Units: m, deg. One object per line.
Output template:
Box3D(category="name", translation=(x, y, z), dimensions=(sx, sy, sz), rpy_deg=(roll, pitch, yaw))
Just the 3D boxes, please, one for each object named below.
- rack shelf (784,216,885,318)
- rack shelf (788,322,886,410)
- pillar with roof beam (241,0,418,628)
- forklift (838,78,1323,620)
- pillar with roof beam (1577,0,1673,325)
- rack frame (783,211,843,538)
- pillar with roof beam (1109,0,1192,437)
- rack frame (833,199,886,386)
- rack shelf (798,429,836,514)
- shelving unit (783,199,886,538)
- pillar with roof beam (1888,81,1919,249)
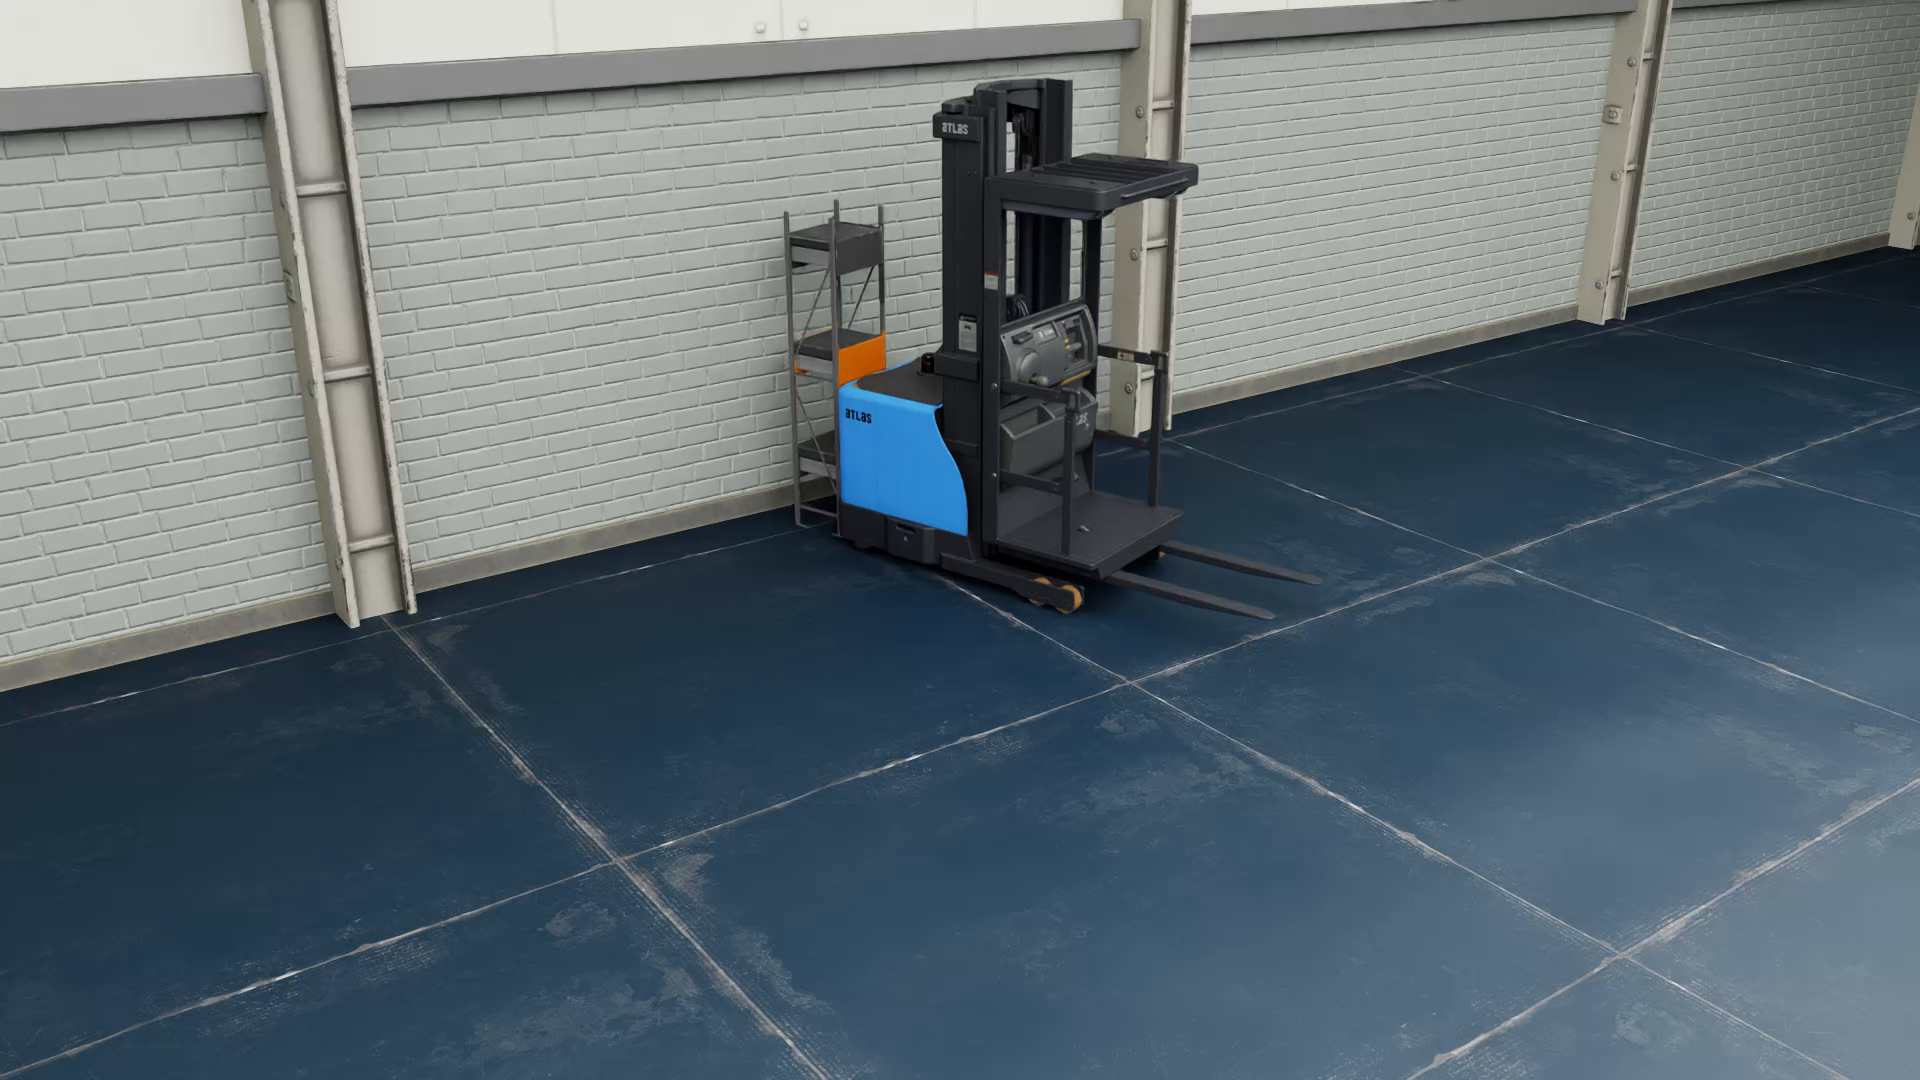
Box3D(category="rack shelf", translation=(-0.793, -1.745, 10.583), dimensions=(0.431, 0.518, 0.480), rpy_deg=(15, 26, 33))
Box3D(category="rack shelf", translation=(-0.793, -1.094, 10.843), dimensions=(0.431, 0.518, 0.480), rpy_deg=(15, 26, 33))
Box3D(category="pillar with roof beam", translation=(-0.940, -2.462, 4.925), dimensions=(0.400, 9.000, 9.100), rpy_deg=(-15, 26, -33))
Box3D(category="forklift", translation=(0.704, -1.150, 9.824), dimensions=(3.031, 2.935, 1.130), rpy_deg=(15, 26, 34))
Box3D(category="pillar with roof beam", translation=(8.801, -5.060, 11.435), dimensions=(0.400, 9.000, 9.100), rpy_deg=(-15, 26, -33))
Box3D(category="rack frame", translation=(-0.935, -1.034, 10.654), dimensions=(0.400, 2.100, 0.015), rpy_deg=(15, 26, 33))
Box3D(category="pillar with roof beam", translation=(3.930, -3.761, 8.180), dimensions=(0.400, 9.000, 9.100), rpy_deg=(-15, 26, -33))
Box3D(category="rack frame", translation=(-0.651, -1.181, 11.022), dimensions=(0.400, 2.100, 0.015), rpy_deg=(15, 26, 33))
Box3D(category="rack shelf", translation=(-0.793, -0.444, 11.102), dimensions=(0.431, 0.518, 0.480), rpy_deg=(15, 26, 33))
Box3D(category="shelving unit", translation=(-0.793, -1.107, 10.838), dimensions=(0.431, 2.100, 0.503), rpy_deg=(15, 26, 33))
Box3D(category="pillar with roof beam", translation=(13.671, -6.358, 14.689), dimensions=(0.400, 9.000, 9.100), rpy_deg=(-15, 26, -33))
